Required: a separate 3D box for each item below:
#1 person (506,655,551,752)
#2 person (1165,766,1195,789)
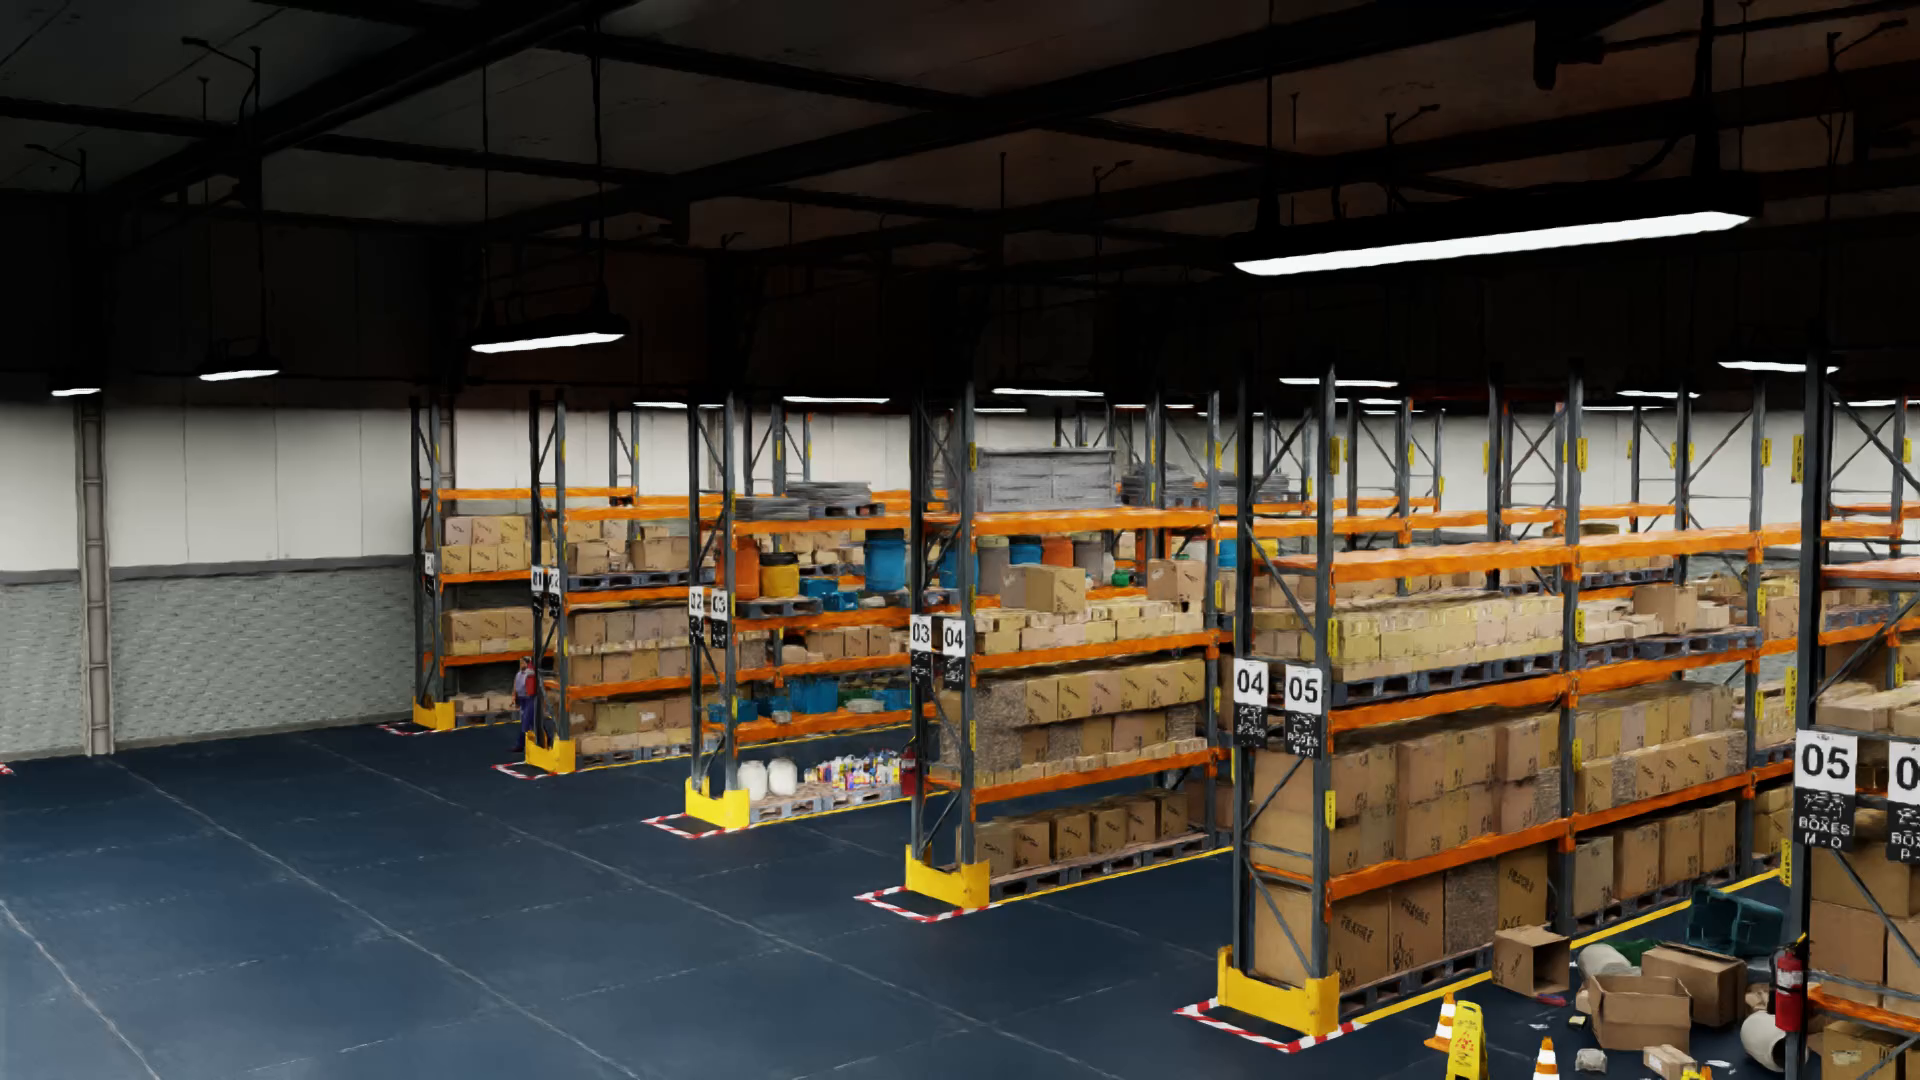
[{"bbox_3d":[-7.257,2.724,27.876,0.478,1.567,0.999,3,5,43],"label":"person"},{"bbox_3d":[3.092,2.940,23.931,1.086,1.587,0.495,-3,4,-37],"label":"person"}]
